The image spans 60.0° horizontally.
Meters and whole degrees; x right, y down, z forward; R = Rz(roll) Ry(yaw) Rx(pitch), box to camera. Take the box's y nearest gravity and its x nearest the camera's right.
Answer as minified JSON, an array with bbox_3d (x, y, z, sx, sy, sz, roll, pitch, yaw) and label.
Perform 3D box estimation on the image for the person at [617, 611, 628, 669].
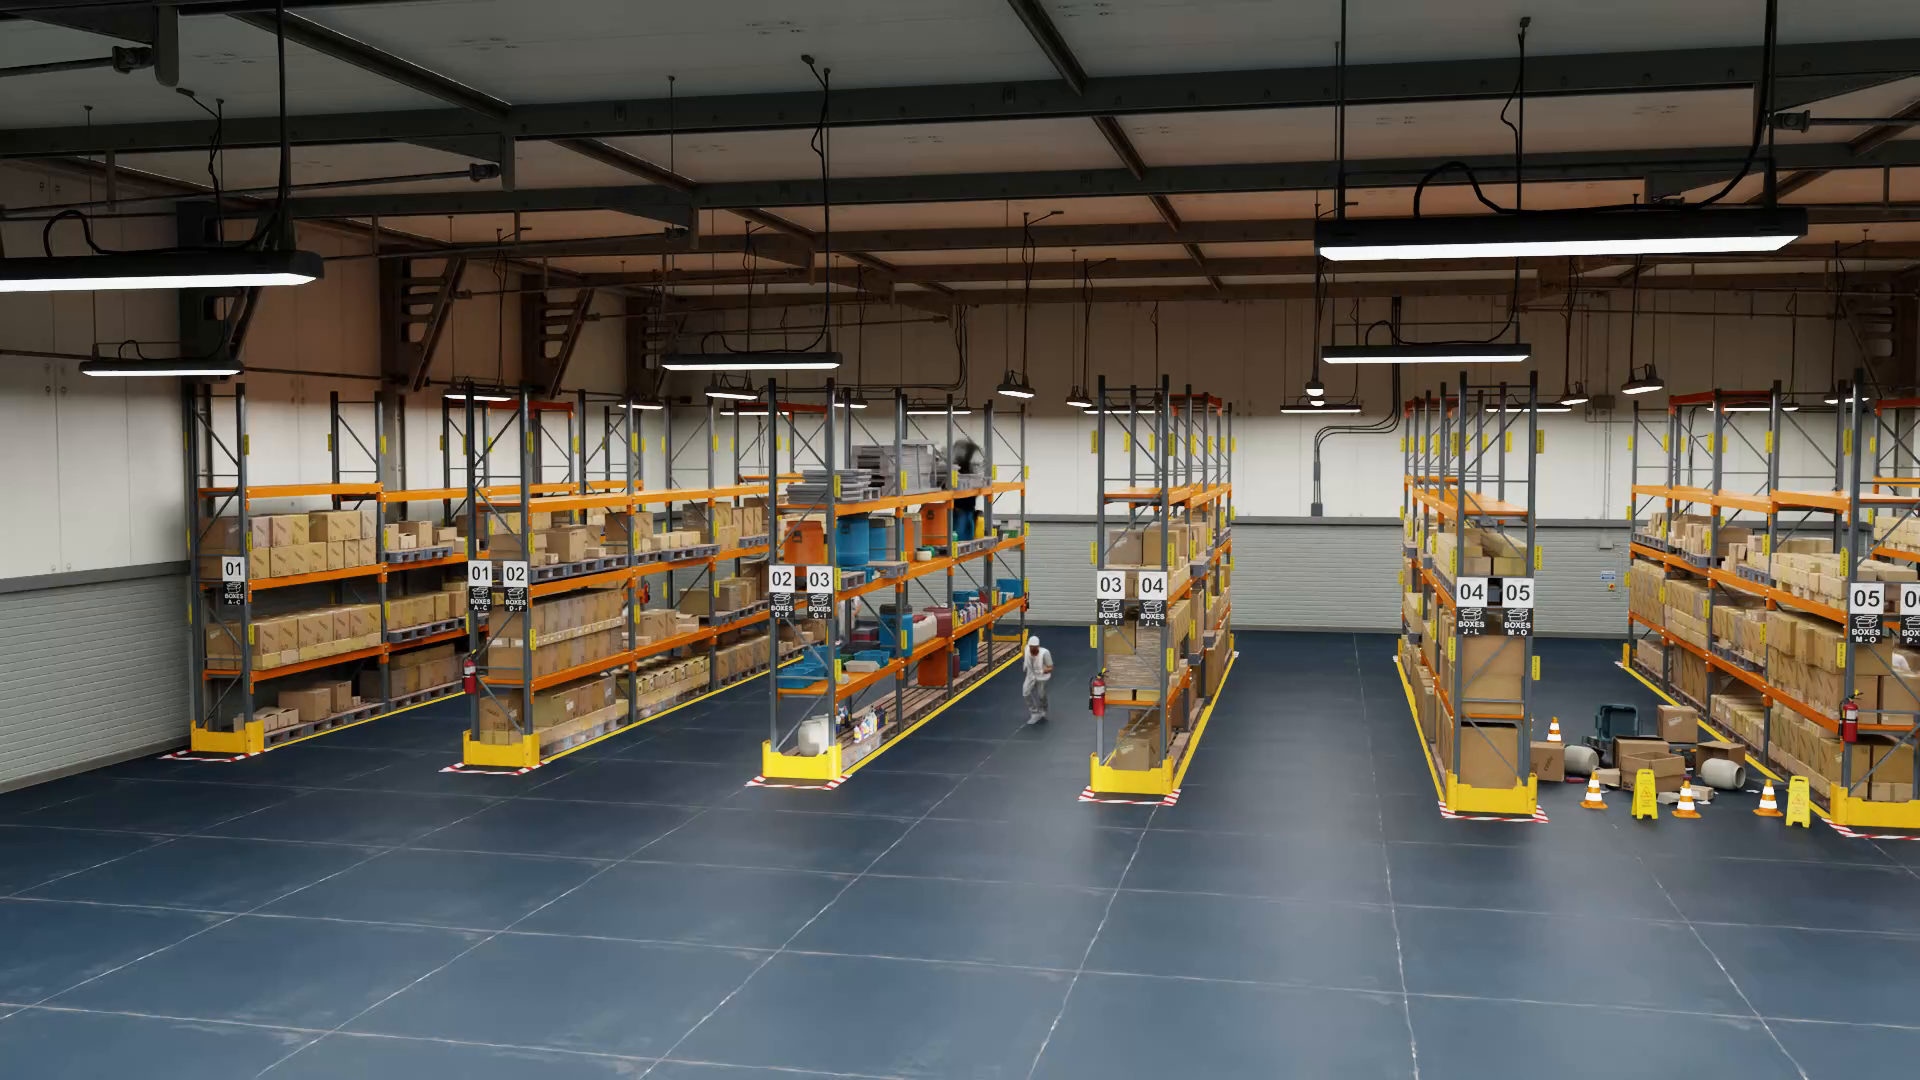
[{"bbox_3d":[-7.395,2.098,35.997,0.659,1.709,0.629,0,3,2],"label":"person"}]

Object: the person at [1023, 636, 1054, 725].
[{"bbox_3d":[1.402,2.474,29.832,0.713,1.588,1.121,1,4,22],"label":"person"}]

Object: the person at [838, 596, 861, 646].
[{"bbox_3d":[-2.597,1.808,38.024,0.686,1.656,0.532,0,3,2],"label":"person"}]

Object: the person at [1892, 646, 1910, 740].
[{"bbox_3d":[15.544,2.544,27.897,0.710,1.756,0.727,1,3,14],"label":"person"}]
